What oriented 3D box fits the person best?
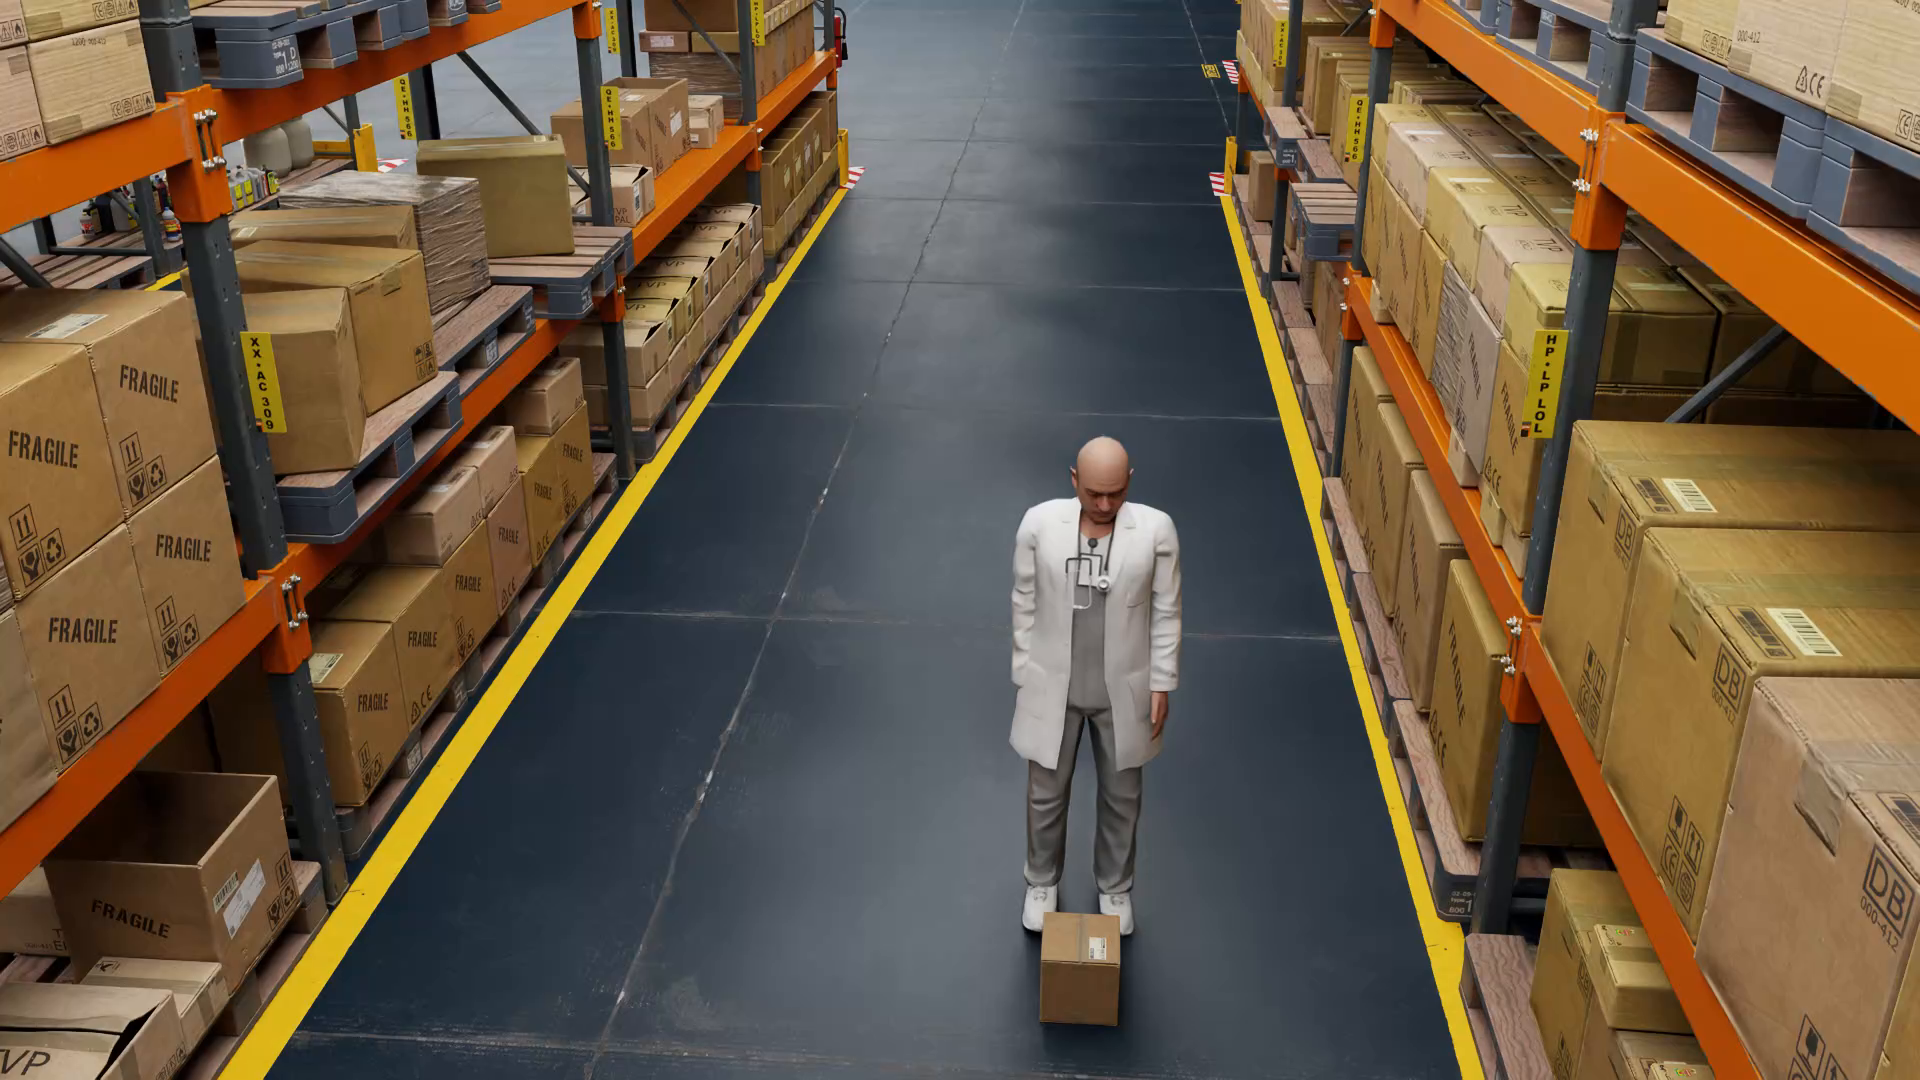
[{"bbox_3d":[0.444,0.499,5.528,0.563,1.774,0.380,2,24,5],"label":"person"}]
